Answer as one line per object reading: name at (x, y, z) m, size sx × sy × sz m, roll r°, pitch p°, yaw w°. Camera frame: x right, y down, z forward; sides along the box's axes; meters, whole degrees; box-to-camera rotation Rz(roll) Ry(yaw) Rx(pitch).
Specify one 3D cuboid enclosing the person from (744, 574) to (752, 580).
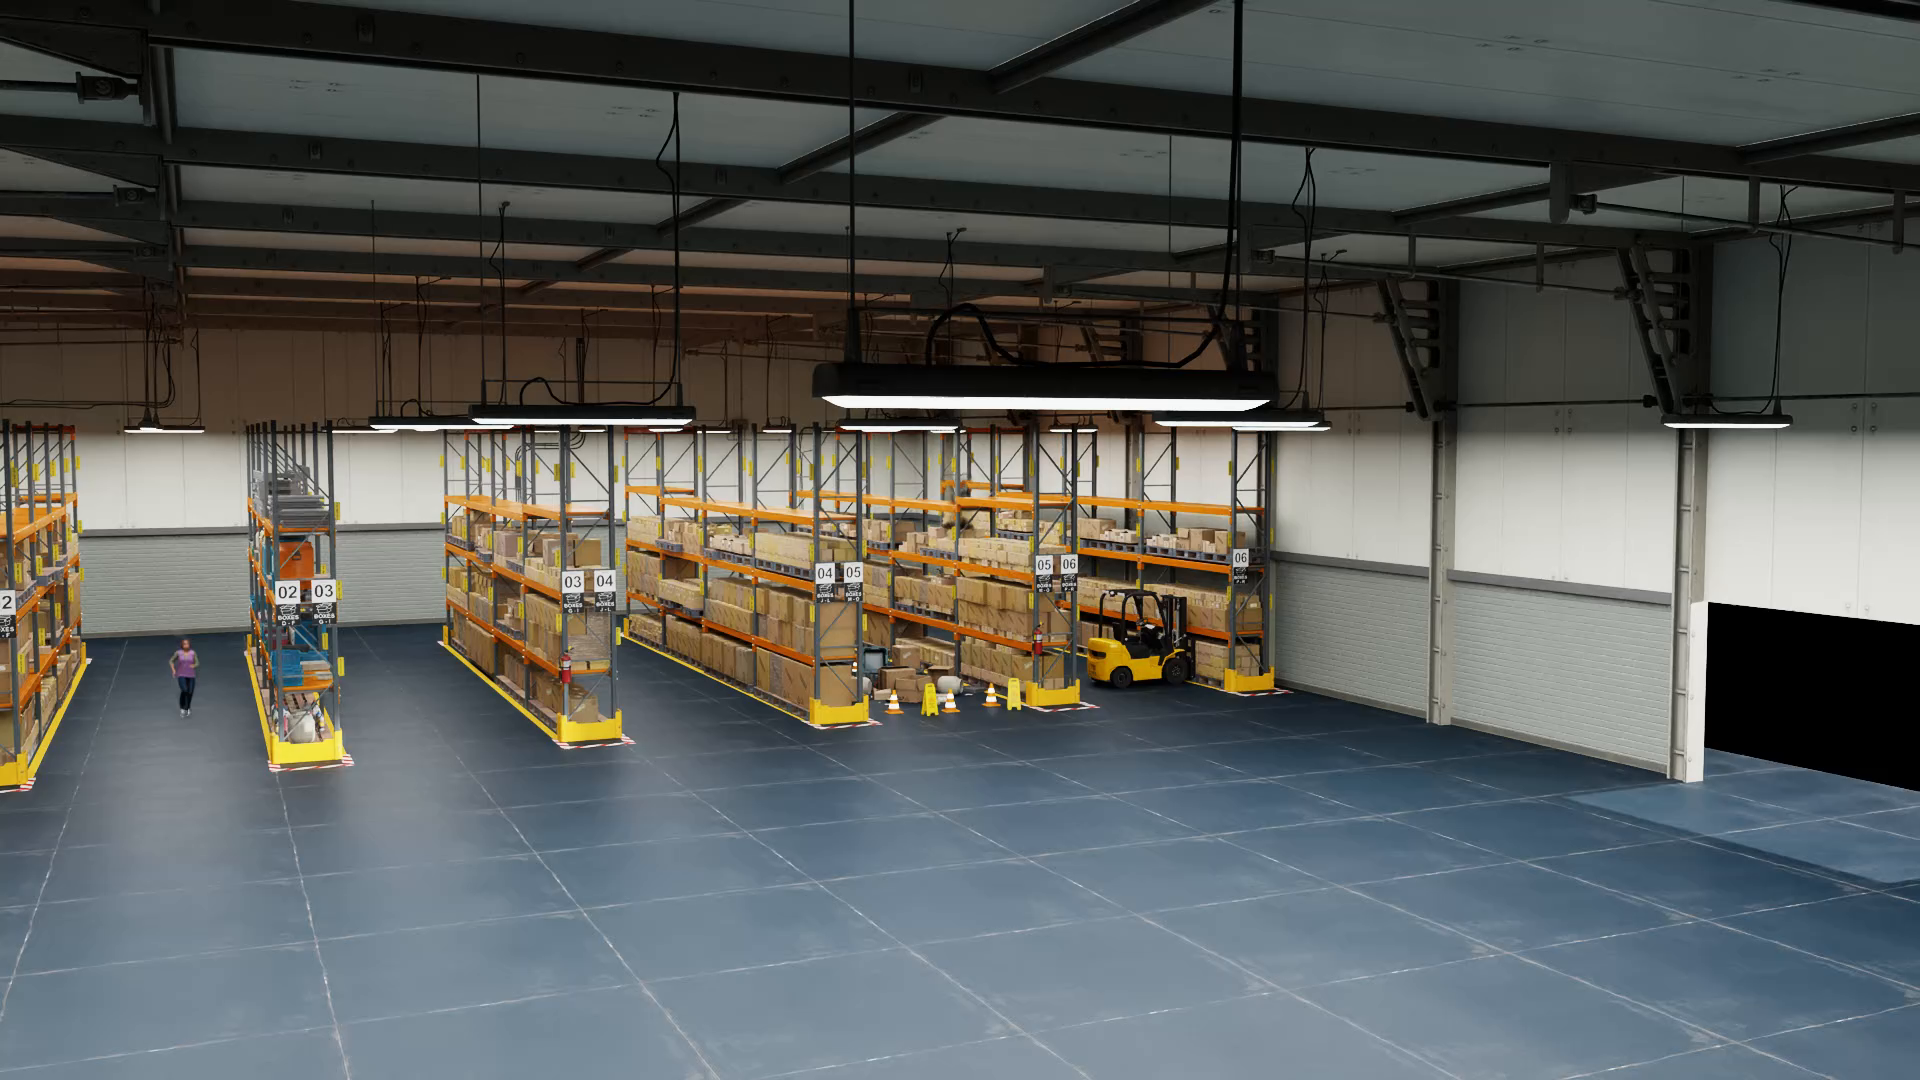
person at (-6.662, 1.629, 51.459) m, size 0.675 × 1.768 × 0.696 m, roll 4°, pitch 5°, yaw 45°

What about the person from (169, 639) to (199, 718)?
person at (-15.747, 2.806, 33.824) m, size 0.506 × 1.592 × 0.662 m, roll -3°, pitch 5°, yaw -38°

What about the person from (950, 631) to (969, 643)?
person at (0.035, 2.169, 43.457) m, size 0.653 × 1.740 × 0.955 m, roll -2°, pitch 4°, yaw -25°
